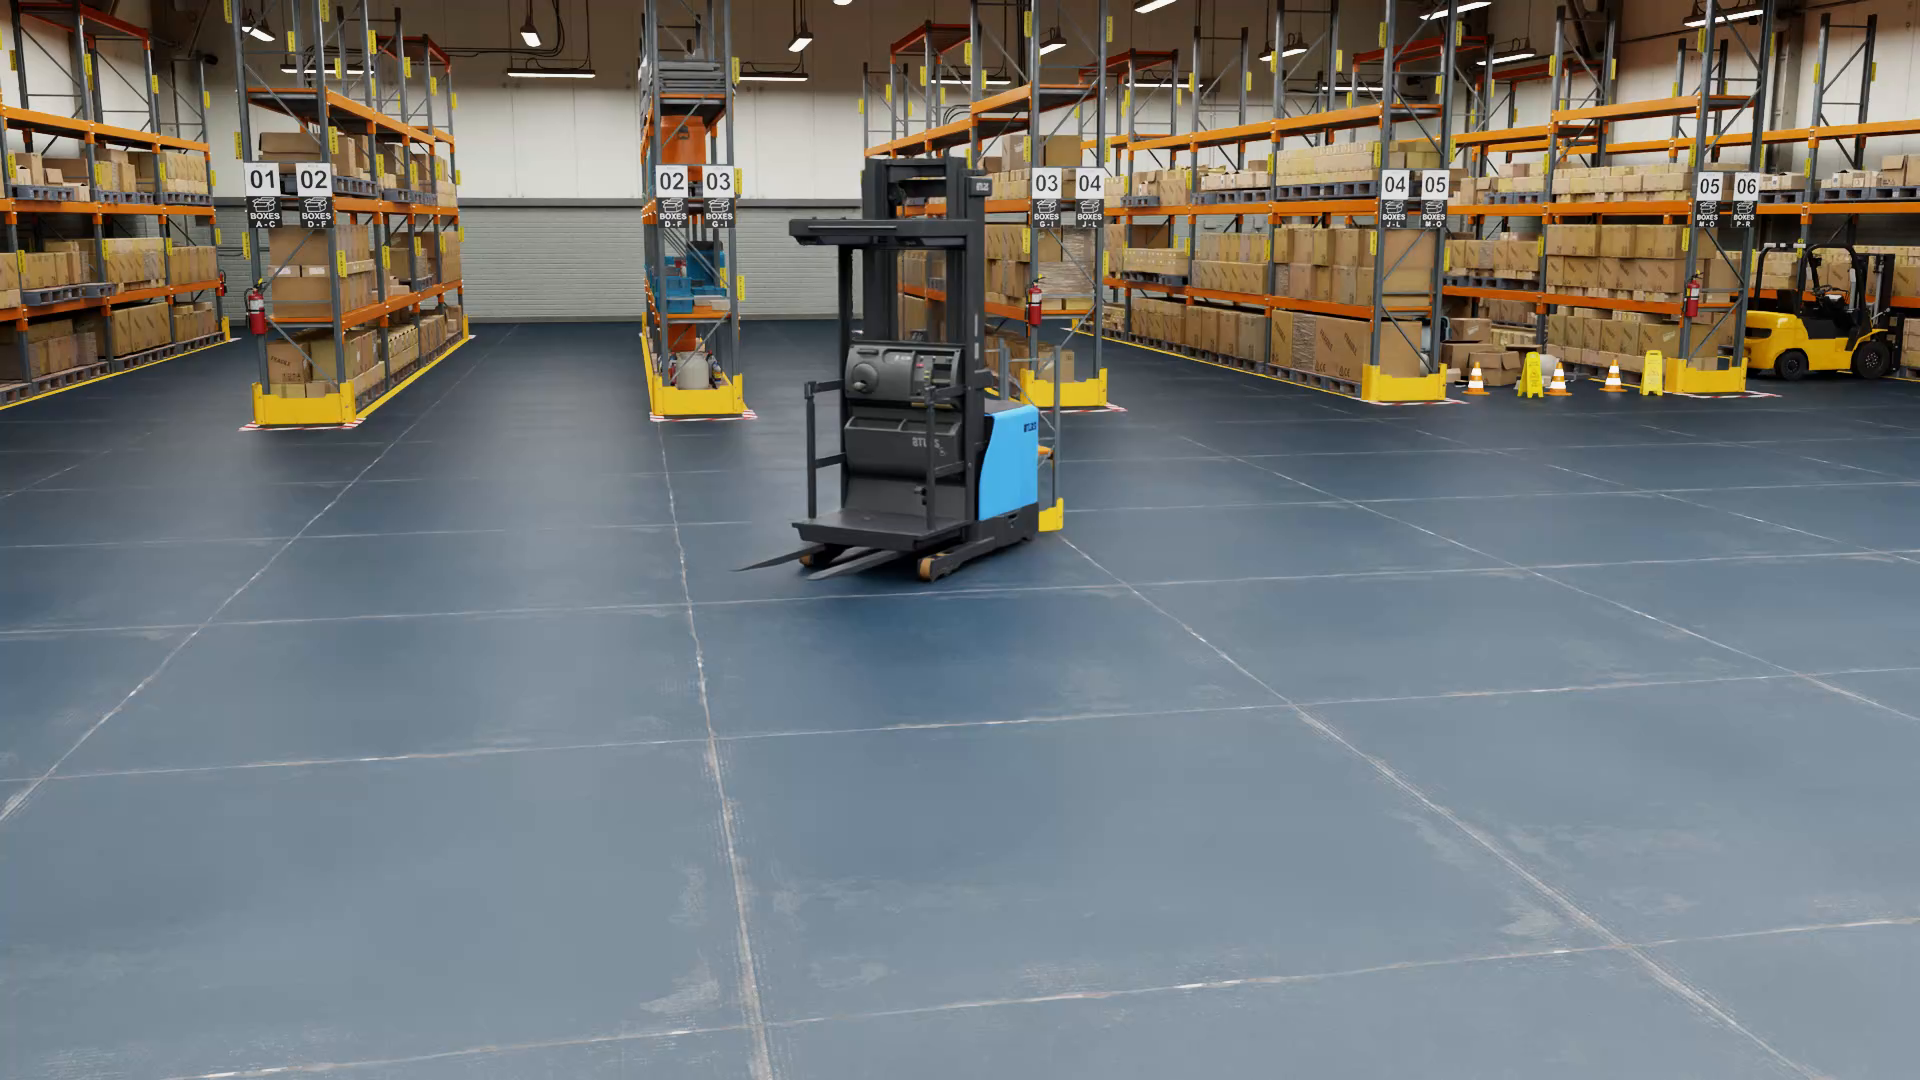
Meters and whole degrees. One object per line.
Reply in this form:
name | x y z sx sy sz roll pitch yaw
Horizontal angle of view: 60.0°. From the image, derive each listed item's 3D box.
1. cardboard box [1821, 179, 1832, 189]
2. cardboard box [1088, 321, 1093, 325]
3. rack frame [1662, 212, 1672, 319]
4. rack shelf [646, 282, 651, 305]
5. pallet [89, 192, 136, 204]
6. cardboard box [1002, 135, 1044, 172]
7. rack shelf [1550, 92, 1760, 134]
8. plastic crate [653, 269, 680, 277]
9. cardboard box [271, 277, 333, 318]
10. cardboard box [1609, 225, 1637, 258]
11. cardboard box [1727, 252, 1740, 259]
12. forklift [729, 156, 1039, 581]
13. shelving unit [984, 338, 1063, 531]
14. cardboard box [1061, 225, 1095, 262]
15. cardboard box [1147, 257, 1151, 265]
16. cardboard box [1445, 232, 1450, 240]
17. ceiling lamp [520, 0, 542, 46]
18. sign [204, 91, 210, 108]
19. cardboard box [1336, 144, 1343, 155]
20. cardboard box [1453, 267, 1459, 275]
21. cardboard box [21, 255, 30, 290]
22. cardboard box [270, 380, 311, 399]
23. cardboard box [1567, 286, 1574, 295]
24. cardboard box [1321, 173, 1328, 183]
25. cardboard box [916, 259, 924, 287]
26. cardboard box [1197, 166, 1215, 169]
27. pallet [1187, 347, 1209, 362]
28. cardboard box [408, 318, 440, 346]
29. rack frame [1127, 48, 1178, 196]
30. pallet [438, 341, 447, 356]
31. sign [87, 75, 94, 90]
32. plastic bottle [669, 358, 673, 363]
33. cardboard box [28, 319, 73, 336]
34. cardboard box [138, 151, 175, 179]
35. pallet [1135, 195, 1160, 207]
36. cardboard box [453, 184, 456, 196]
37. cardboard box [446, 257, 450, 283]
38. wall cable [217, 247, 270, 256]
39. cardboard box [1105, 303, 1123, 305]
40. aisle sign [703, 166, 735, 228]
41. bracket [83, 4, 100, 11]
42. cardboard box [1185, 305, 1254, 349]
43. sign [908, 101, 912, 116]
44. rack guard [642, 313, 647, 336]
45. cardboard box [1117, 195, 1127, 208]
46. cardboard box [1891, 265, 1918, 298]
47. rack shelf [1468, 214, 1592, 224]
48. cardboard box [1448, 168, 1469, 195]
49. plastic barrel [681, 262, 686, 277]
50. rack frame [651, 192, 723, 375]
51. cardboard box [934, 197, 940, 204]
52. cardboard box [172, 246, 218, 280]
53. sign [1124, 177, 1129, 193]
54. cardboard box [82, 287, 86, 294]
cardboard box | 15.046 -6.115 28.563 0.380 0.149 0.250 -2 11 -10
cardboard box | 3.135 -4.981 37.847 0.380 0.149 0.250 -2 11 -10
rack frame | 14.478 -5.337 33.214 1.000 3.000 0.127 -2 11 -11
rack shelf | -5.358 -4.629 31.416 1.077 0.370 4.000 -2 11 -11
pallet | -15.085 -5.957 28.954 1.003 0.211 1.213 -2 11 -8
cardboard box | 0.896 -5.517 23.740 0.500 0.500 0.500 -2 11 -11
rack shelf | 10.777 -6.647 25.987 1.077 0.370 4.000 -2 11 -11
plastic crate | -4.586 -3.991 25.970 0.402 0.464 0.583 -2 11 -11
cardboard box | -8.351 -3.104 21.213 0.700 0.500 0.500 -2 11 -11
cardboard box | 10.561 -4.643 25.834 0.700 0.500 0.500 -2 11 -12
cardboard box | 14.567 -5.305 31.042 0.380 0.149 0.250 -2 11 -13
forklift | -0.516 -1.246 11.906 1.130 2.935 3.031 6 12 28
shelving unit | 0.359 -0.896 13.895 0.587 1.500 1.083 -5 12 -24
cardboard box | 1.606 -4.125 23.111 0.500 0.500 0.500 -2 11 -11
cardboard box | 3.928 -5.544 33.055 0.380 0.149 0.250 -2 11 -12
cardboard box | 9.253 -5.781 32.607 0.500 0.500 0.500 -2 11 -13
ceiling lamp | -7.793 -10.928 30.935 0.800 3.185 2.000 -2 11 -11
sign | -15.708 -9.184 34.672 0.100 0.325 0.005 -2 11 -11
cardboard box | 5.736 -5.723 24.367 0.380 0.149 0.250 -2 11 -11
cardboard box | 9.521 -5.067 31.346 0.380 0.149 0.250 -3 11 -15
cardboard box | -13.975 -3.881 24.121 0.700 0.500 0.500 -2 11 -11
cardboard box | -8.667 -1.912 21.448 0.500 0.250 0.500 -2 11 -11
cardboard box | 10.316 -4.137 27.582 0.380 0.149 0.250 -2 11 -11
cardboard box | 5.637 -5.424 24.929 0.380 0.149 0.250 -2 11 -10
cardboard box | -0.541 -5.018 31.269 0.500 0.500 0.500 -2 11 -12
cardboard box | 4.777 -7.080 32.035 0.396 0.266 0.258 -2 11 -11
pallet | 4.854 -3.440 30.705 1.003 0.211 1.213 -2 11 -11
cardboard box | -10.045 -3.894 31.144 0.500 0.500 0.500 -2 11 -10
rack frame | 3.996 -8.638 34.512 1.000 3.000 0.127 -2 11 -11
pallet | -10.411 -3.652 31.818 1.003 0.211 1.213 -2 11 -11
sign | -16.014 -8.457 30.638 0.100 0.325 0.005 -2 11 -11
plastic bottle | -4.295 -2.572 24.808 0.097 0.271 0.097 0 11 0
cardboard box | -14.446 -3.374 26.406 0.500 0.250 0.500 -2 11 -10
cardboard box | -15.329 -7.153 31.739 0.500 0.500 0.500 -2 11 -12
pallet | 4.216 -6.765 33.196 1.213 0.211 1.003 -2 11 -11
cardboard box | -11.035 -7.463 35.428 0.500 0.250 0.500 -2 11 -11
cardboard box | -10.541 -5.416 33.360 0.500 0.500 0.500 -2 11 -10
wall cable | -16.992 -8.194 40.486 3.097 2.526 0.112 -2 11 -11
cardboard box | 3.562 -5.386 38.384 0.380 0.149 0.250 -2 11 -10
aisle sign | -3.112 -4.422 21.457 0.394 0.787 0.004 -2 11 -11
bracket | -16.021 -9.738 30.663 0.235 0.232 0.430 -2 11 -11
cardboard box | 4.804 -3.943 30.786 1.050 0.750 0.750 -2 11 -12
sign | -1.132 -9.725 37.511 0.100 0.325 0.005 -2 11 -11
rack guard | -6.543 -4.858 37.385 1.175 0.500 0.348 -2 11 -11
cardboard box | 3.636 -7.171 35.228 0.500 0.250 0.500 -2 11 -10
cardboard box | 15.489 -4.189 26.915 0.500 0.500 0.500 -2 11 -12
rack shelf | 13.311 -7.557 38.782 1.077 0.370 4.000 -2 11 -11
cardboard box | 9.389 -6.950 32.267 0.797 0.503 0.637 -3 11 -15
plastic barrel | -4.560 -4.489 28.461 0.421 0.512 0.421 0 11 0
rack frame | -4.191 -3.882 25.567 1.000 3.000 0.127 -2 11 -11
cardboard box | -0.170 -6.006 29.106 0.500 0.250 0.500 -2 11 -10
cardboard box | -16.134 -5.776 34.720 0.980 0.700 0.700 -2 11 -8
sign | 3.465 -7.397 34.633 0.100 0.325 0.005 -2 11 -11
cardboard box | -14.524 -4.210 27.912 0.380 0.149 0.250 -2 11 -12
